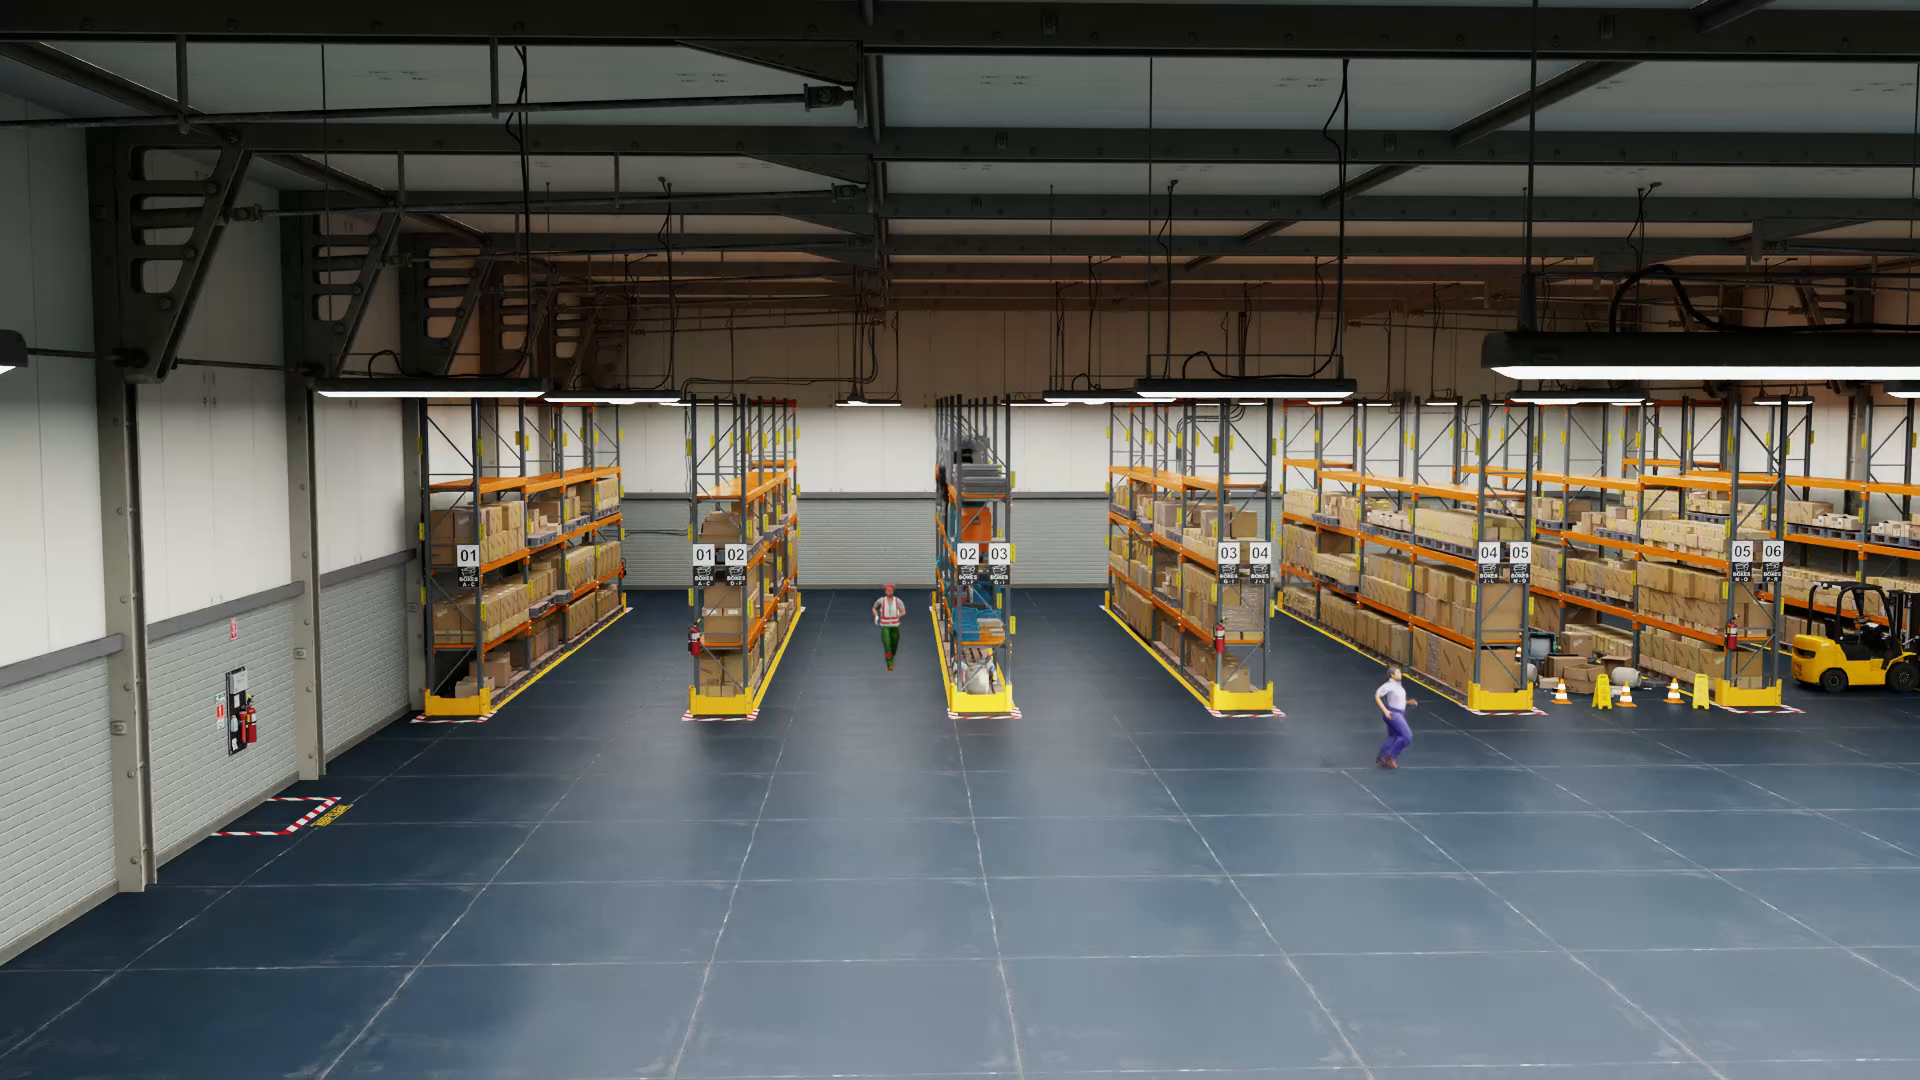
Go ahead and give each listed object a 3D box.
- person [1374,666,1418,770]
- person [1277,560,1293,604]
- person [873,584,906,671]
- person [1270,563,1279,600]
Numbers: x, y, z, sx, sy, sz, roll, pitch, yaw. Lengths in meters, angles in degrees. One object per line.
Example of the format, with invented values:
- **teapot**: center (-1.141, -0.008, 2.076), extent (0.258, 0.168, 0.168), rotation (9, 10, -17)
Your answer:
- **person**: center (6.942, 2.826, 26.465), extent (0.656, 1.640, 0.587), rotation (2, 5, 27)
- **person**: center (9.654, 1.043, 48.872), extent (0.747, 1.798, 0.694), rotation (-1, 5, -15)
- **person**: center (-1.457, 1.814, 34.652), extent (0.667, 1.797, 0.896), rotation (-1, 5, -12)
- **person**: center (8.179, 1.399, 44.198), extent (0.543, 1.717, 0.829), rotation (0, 5, -5)
